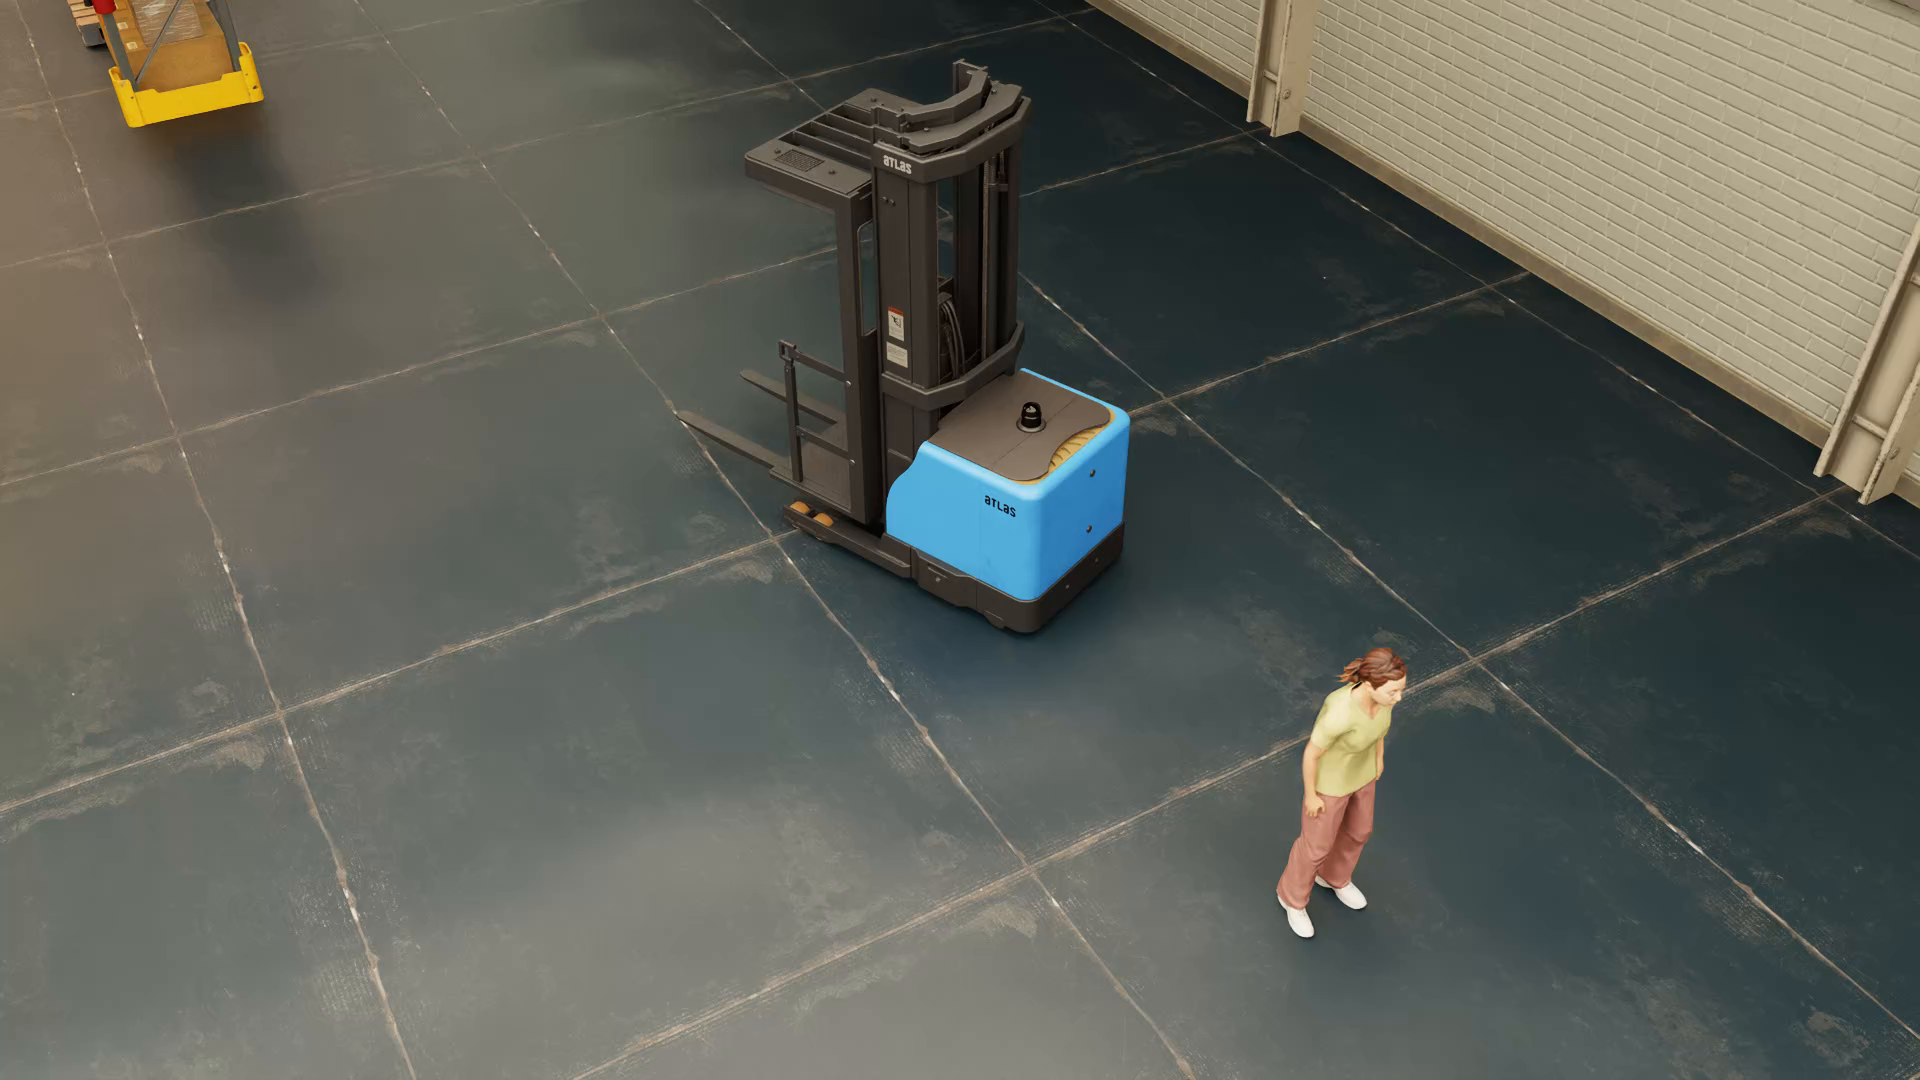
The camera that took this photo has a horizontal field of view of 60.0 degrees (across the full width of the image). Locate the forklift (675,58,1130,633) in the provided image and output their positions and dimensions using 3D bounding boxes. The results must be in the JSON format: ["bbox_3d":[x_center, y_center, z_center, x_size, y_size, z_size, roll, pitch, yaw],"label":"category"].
[{"bbox_3d":[-0.481,-1.366,9.683,3.031,2.935,1.130,26,46,28],"label":"forklift"}]

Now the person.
[{"bbox_3d":[1.780,1.117,7.676,0.520,1.671,0.365,-24,45,-26],"label":"person"}]
